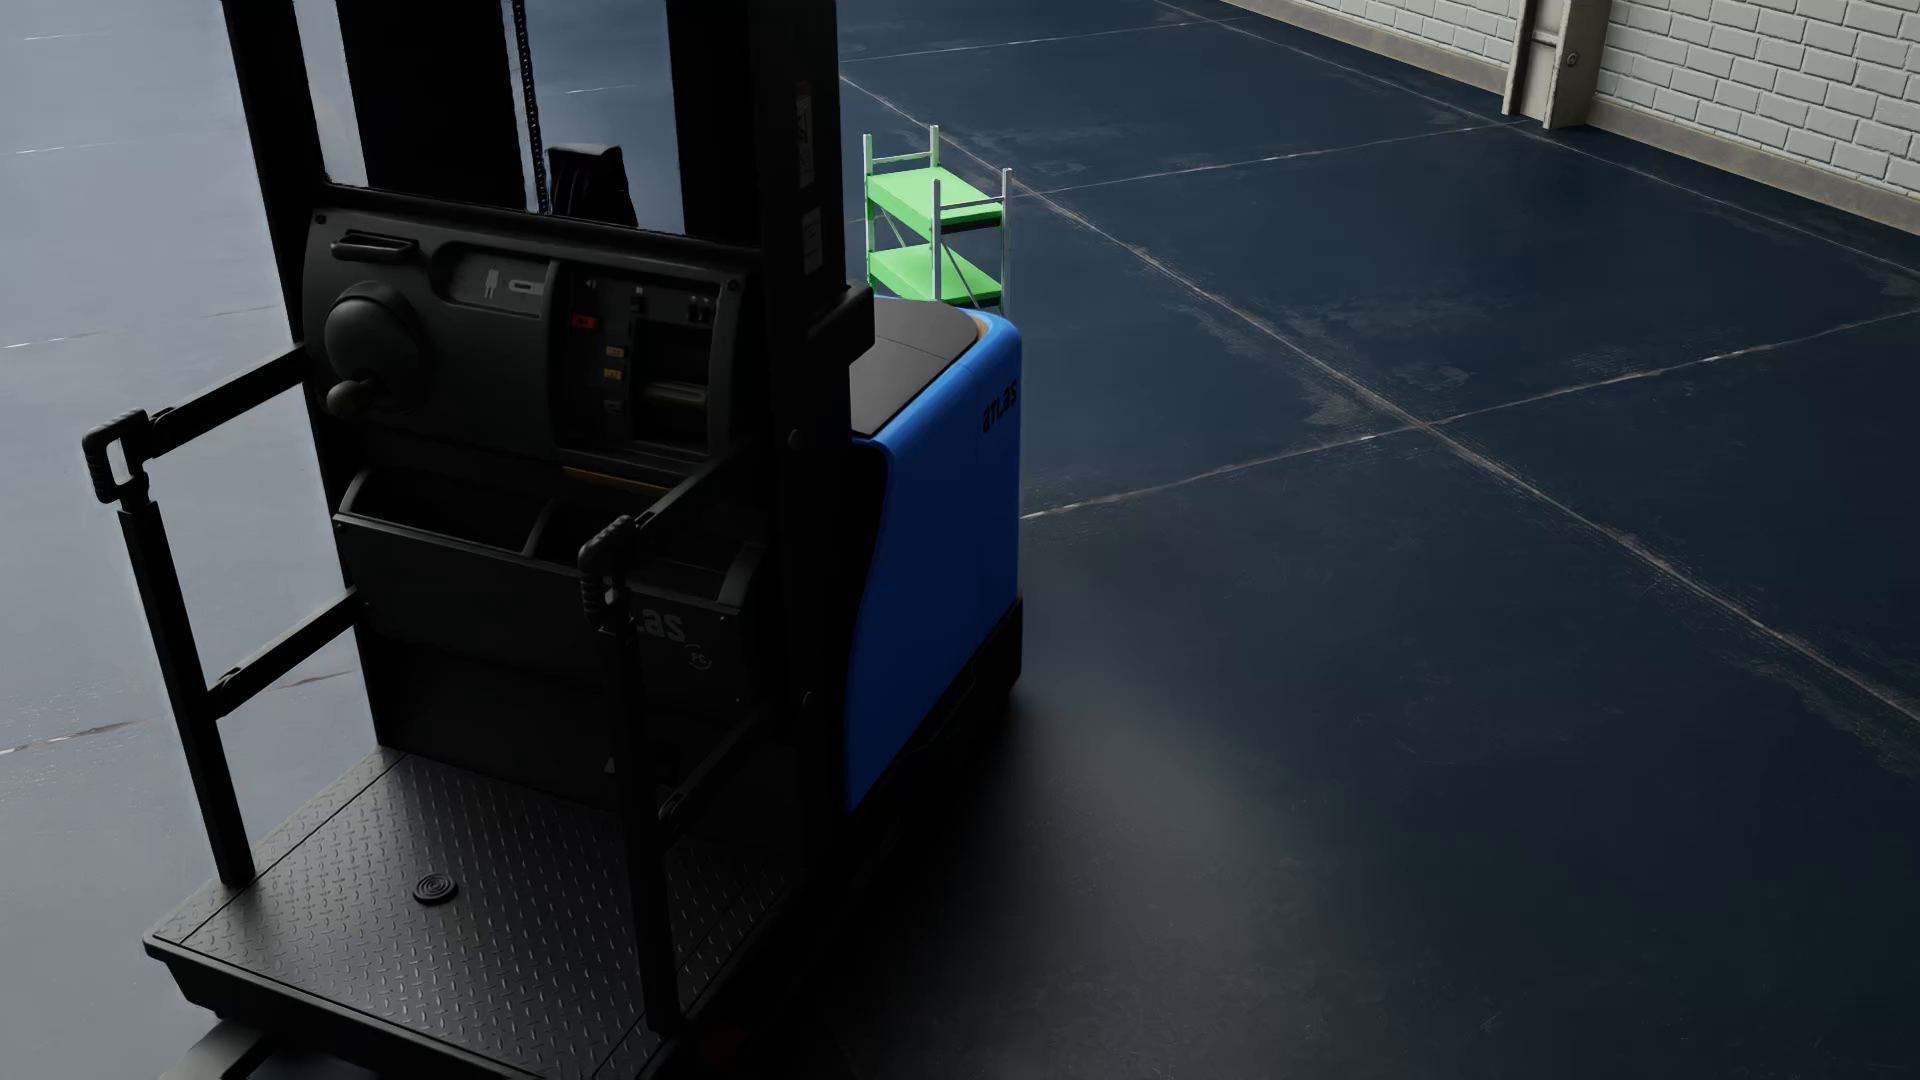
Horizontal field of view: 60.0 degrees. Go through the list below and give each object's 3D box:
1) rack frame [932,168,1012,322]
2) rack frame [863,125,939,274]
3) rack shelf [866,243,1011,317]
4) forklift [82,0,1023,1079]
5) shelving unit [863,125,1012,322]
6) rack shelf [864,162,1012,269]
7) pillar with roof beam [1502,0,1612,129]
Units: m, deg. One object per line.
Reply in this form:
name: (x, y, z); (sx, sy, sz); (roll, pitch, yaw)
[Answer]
rack frame: (0.034, -0.489, 4.895); (0.240, 1.200, 0.015); (-13, 32, -22)
rack frame: (-0.176, -0.704, 5.279); (0.240, 1.200, 0.015); (-13, 32, -22)
rack shelf: (-0.071, -0.750, 5.001); (0.258, 0.148, 0.480); (-13, 32, -22)
forklift: (-0.880, -0.316, 2.817); (1.130, 2.935, 3.031); (12, 31, 20)
shelving unit: (-0.071, -0.596, 5.087); (0.258, 1.200, 0.503); (-13, 32, -22)
rack shelf: (-0.071, -0.959, 4.883); (0.258, 0.148, 0.480); (-13, 32, -22)
pillar with roof beam: (-0.511, -5.458, 5.784); (9.100, 9.000, 0.400); (-13, 32, -22)
